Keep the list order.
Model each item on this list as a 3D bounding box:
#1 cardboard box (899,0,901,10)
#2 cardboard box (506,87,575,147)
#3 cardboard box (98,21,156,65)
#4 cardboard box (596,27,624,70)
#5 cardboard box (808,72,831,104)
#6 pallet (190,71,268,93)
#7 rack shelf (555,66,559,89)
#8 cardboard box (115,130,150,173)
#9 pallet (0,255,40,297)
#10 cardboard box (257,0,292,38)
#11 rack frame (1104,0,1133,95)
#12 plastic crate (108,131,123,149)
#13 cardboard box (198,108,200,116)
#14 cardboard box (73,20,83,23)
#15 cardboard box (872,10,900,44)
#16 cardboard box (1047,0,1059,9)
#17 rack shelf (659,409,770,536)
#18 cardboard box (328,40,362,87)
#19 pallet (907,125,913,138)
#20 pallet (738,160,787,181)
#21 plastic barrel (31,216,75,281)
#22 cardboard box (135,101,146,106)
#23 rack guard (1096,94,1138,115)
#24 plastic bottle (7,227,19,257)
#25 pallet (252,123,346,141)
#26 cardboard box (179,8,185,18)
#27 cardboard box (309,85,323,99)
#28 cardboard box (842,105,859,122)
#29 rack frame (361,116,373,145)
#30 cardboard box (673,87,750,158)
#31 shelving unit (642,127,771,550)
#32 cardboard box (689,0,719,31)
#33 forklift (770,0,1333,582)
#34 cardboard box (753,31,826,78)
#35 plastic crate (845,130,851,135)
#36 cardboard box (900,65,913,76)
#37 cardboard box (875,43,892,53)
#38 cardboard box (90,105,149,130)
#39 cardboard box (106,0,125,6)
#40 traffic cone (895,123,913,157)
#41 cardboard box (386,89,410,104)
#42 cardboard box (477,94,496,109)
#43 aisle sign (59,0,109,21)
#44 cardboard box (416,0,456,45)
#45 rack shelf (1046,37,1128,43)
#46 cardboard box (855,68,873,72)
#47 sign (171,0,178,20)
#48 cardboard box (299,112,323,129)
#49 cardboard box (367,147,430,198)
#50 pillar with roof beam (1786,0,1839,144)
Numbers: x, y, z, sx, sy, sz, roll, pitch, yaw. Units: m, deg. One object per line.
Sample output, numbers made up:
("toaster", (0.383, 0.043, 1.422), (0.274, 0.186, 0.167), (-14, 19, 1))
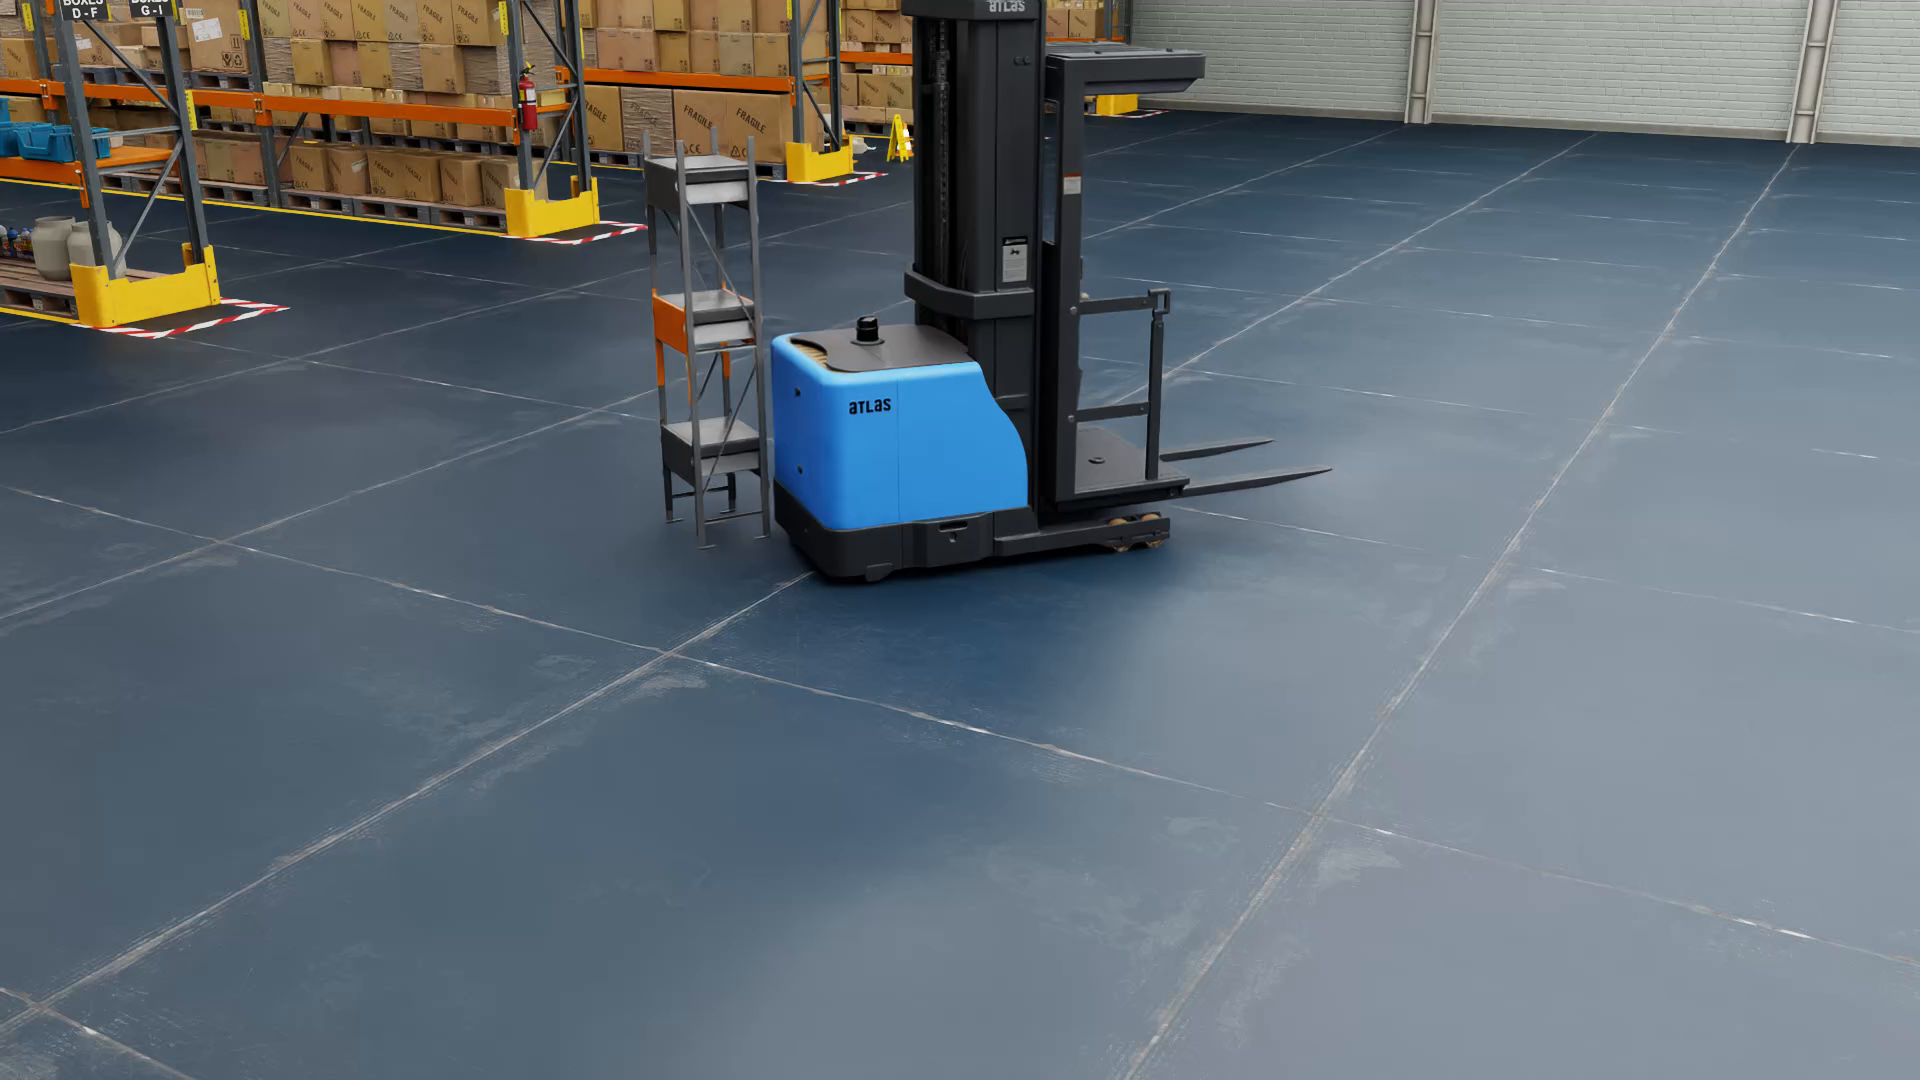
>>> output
("cardboard box", (-0.553, -8.538, 25.956), (0.500, 0.500, 0.700), (11, 23, 28))
("cardboard box", (-5.966, -6.166, 24.148), (0.750, 0.750, 1.050), (11, 23, 27))
("cardboard box", (-10.352, -6.259, 20.958), (0.500, 0.500, 0.700), (15, 25, 35))
("cardboard box", (-4.561, -6.878, 23.207), (0.550, 0.550, 0.875), (11, 23, 27))
("cardboard box", (-2.197, -7.434, 27.276), (0.500, 0.500, 0.500), (12, 23, 29))
("pallet", (-8.483, -5.570, 20.104), (1.213, 0.211, 1.003), (11, 23, 27))
("rack shelf", (-7.126, -6.944, 24.665), (4.000, 0.370, 1.077), (11, 23, 27))
("cardboard box", (-10.294, -4.993, 21.252), (0.500, 0.500, 0.700), (9, 22, 23))
("pallet", (-8.667, -2.378, 15.112), (1.213, 0.211, 1.003), (11, 23, 27))
("cardboard box", (-7.618, -5.996, 18.948), (0.500, 0.500, 0.500), (11, 23, 27))
("rack frame", (2.856, -9.253, 29.976), (0.127, 3.000, 1.000), (11, 23, 27))
("plastic crate", (-7.435, -3.471, 14.422), (0.250, 0.136, 0.298), (11, 23, 27))
("cardboard box", (-12.873, -7.101, 27.608), (0.250, 0.149, 0.380), (11, 23, 28))
("cardboard box", (-14.698, -8.809, 28.167), (0.500, 0.500, 0.500), (11, 23, 28))
("cardboard box", (-1.040, -8.139, 26.321), (0.500, 0.500, 0.500), (11, 23, 27))
("cardboard box", (1.771, -9.719, 30.162), (0.250, 0.149, 0.380), (11, 22, 27))
("rack shelf", (-1.312, -0.369, 8.897), (0.431, 0.518, 0.480), (-11, 23, -27))
("cardboard box", (-6.619, -5.437, 18.872), (0.500, 0.500, 0.875), (11, 23, 27))
("pallet", (-0.320, -6.623, 26.812), (1.213, 0.211, 1.003), (11, 23, 27))
("pallet", (-2.624, -5.083, 22.570), (1.213, 0.211, 1.003), (11, 23, 27))
("plastic barrel", (-7.860, -2.548, 14.524), (0.421, 0.512, 0.421), (0, 20, 0))
("cardboard box", (-13.682, -7.423, 28.059), (0.250, 0.149, 0.380), (11, 23, 29))
("rack guard", (2.877, -8.074, 30.391), (0.348, 0.500, 1.175), (11, 23, 27))
("plastic bottle", (-8.805, -2.776, 15.476), (0.097, 0.271, 0.097), (0, 20, 0))
("pallet", (-10.614, -6.638, 26.855), (1.213, 0.211, 1.003), (11, 23, 27))
("cardboard box", (-12.244, -8.437, 26.605), (0.250, 0.149, 0.380), (12, 23, 30))
("cardboard box", (-7.179, -5.129, 18.975), (0.250, 0.149, 0.380), (11, 23, 27))
("cardboard box", (-1.735, -6.994, 27.163), (0.500, 0.250, 0.500), (10, 22, 27))
("rack frame", (-8.872, -7.615, 25.460), (0.127, 3.000, 1.000), (11, 23, 27))
("cardboard box", (-3.281, -5.722, 22.741), (0.875, 0.875, 0.875), (10, 22, 26))
("shelving unit", (-1.312, -1.040, 8.654), (0.431, 2.100, 0.503), (-11, 23, -27))
("cardboard box", (-3.141, -7.134, 22.329), (0.550, 0.550, 0.875), (11, 23, 27))
("forklift", (0.566, -1.478, 8.642), (3.031, 2.935, 1.130), (-8, 21, -21))
("cardboard box", (-2.234, -6.403, 21.899), (0.550, 0.550, 0.875), (11, 23, 27))
("plastic crate", (-2.083, -6.563, 26.840), (0.583, 0.080, 0.402), (3, 20, 9))
("cardboard box", (-0.742, -7.434, 26.326), (0.250, 0.149, 0.380), (12, 23, 29))
("cardboard box", (-1.144, -7.847, 26.468), (0.250, 0.149, 0.380), (11, 22, 27))
("cardboard box", (-10.780, -5.437, 21.376), (0.500, 0.250, 0.500), (12, 23, 29))
("cardboard box", (-13.800, -9.109, 27.528), (0.500, 0.500, 0.500), (11, 23, 29))
("traffic cone", (-0.811, -5.883, 24.405), (0.334, 0.463, 0.336), (11, 23, 27))
("cardboard box", (-6.105, -4.911, 18.373), (0.250, 0.149, 0.380), (11, 23, 27))
("cardboard box", (-4.962, -4.735, 17.887), (0.250, 0.149, 0.380), (11, 23, 27))
("aisle sign", (-6.892, -4.472, 12.983), (0.004, 0.787, 0.394), (11, 23, 27))
("cardboard box", (-5.435, -5.581, 17.803), (0.500, 0.500, 0.500), (11, 23, 27))
("rack shelf", (1.110, -9.248, 31.016), (4.000, 0.370, 1.077), (11, 23, 27))
("cardboard box", (-1.516, -7.511, 27.488), (0.500, 0.500, 0.500), (12, 23, 30))
("sign", (-12.622, -8.524, 26.697), (0.005, 0.325, 0.100), (11, 23, 27))
("cardboard box", (-10.025, -6.757, 26.142), (0.500, 0.500, 0.500), (12, 23, 29))
("cardboard box", (-6.473, -4.261, 19.263), (0.500, 0.500, 0.500), (9, 22, 23))
("pillar with roof beam", (11.064, -9.181, 20.977), (0.400, 9.000, 9.100), (11, 23, 27))
